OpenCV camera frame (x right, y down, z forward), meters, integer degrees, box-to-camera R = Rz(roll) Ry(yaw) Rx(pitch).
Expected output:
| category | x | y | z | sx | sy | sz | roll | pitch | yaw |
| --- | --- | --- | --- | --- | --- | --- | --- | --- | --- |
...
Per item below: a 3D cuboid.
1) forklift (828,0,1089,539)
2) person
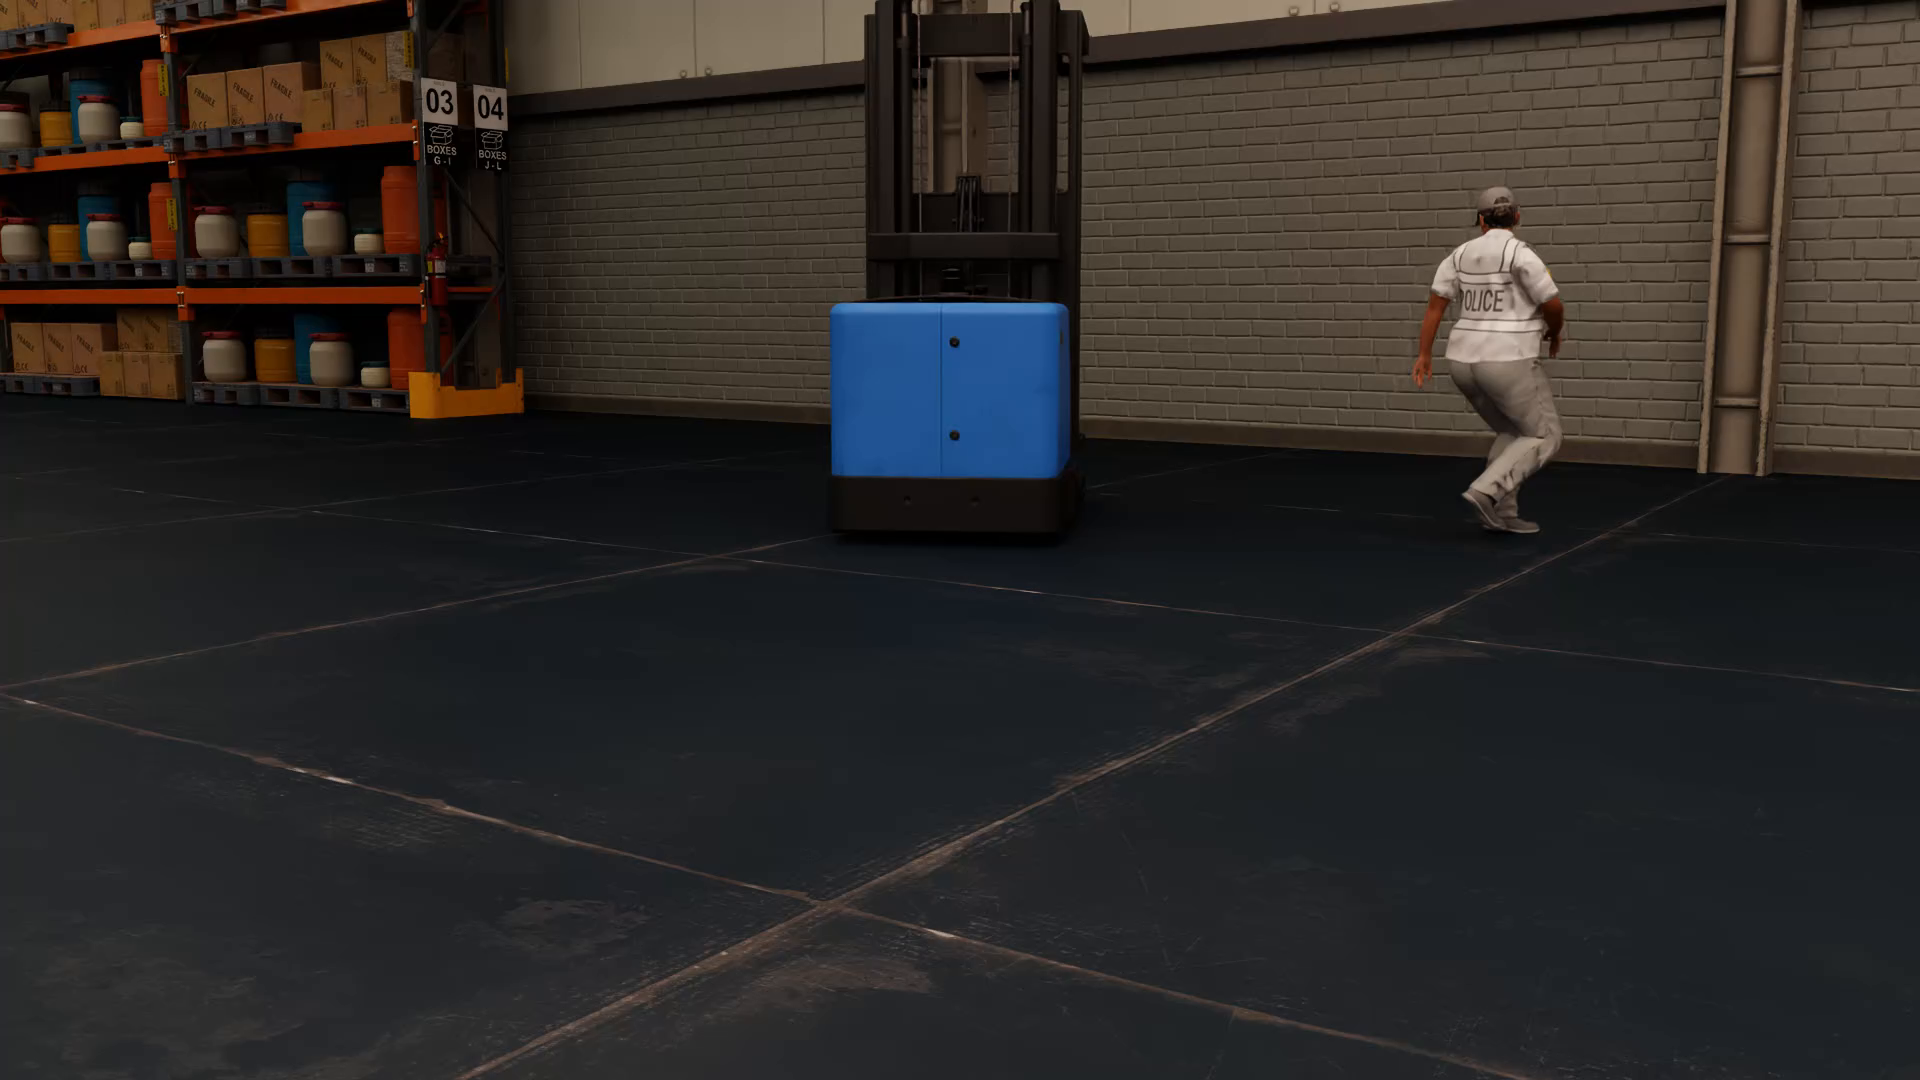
| category | x | y | z | sx | sy | sz | roll | pitch | yaw |
| --- | --- | --- | --- | --- | --- | --- | --- | --- | --- |
| forklift | 0.097 | -1.628 | 8.643 | 1.130 | 2.935 | 3.031 | 1 | 8 | 7 |
| person | 2.488 | -0.816 | 7.693 | 0.595 | 1.610 | 0.630 | -3 | 9 | -20 |
